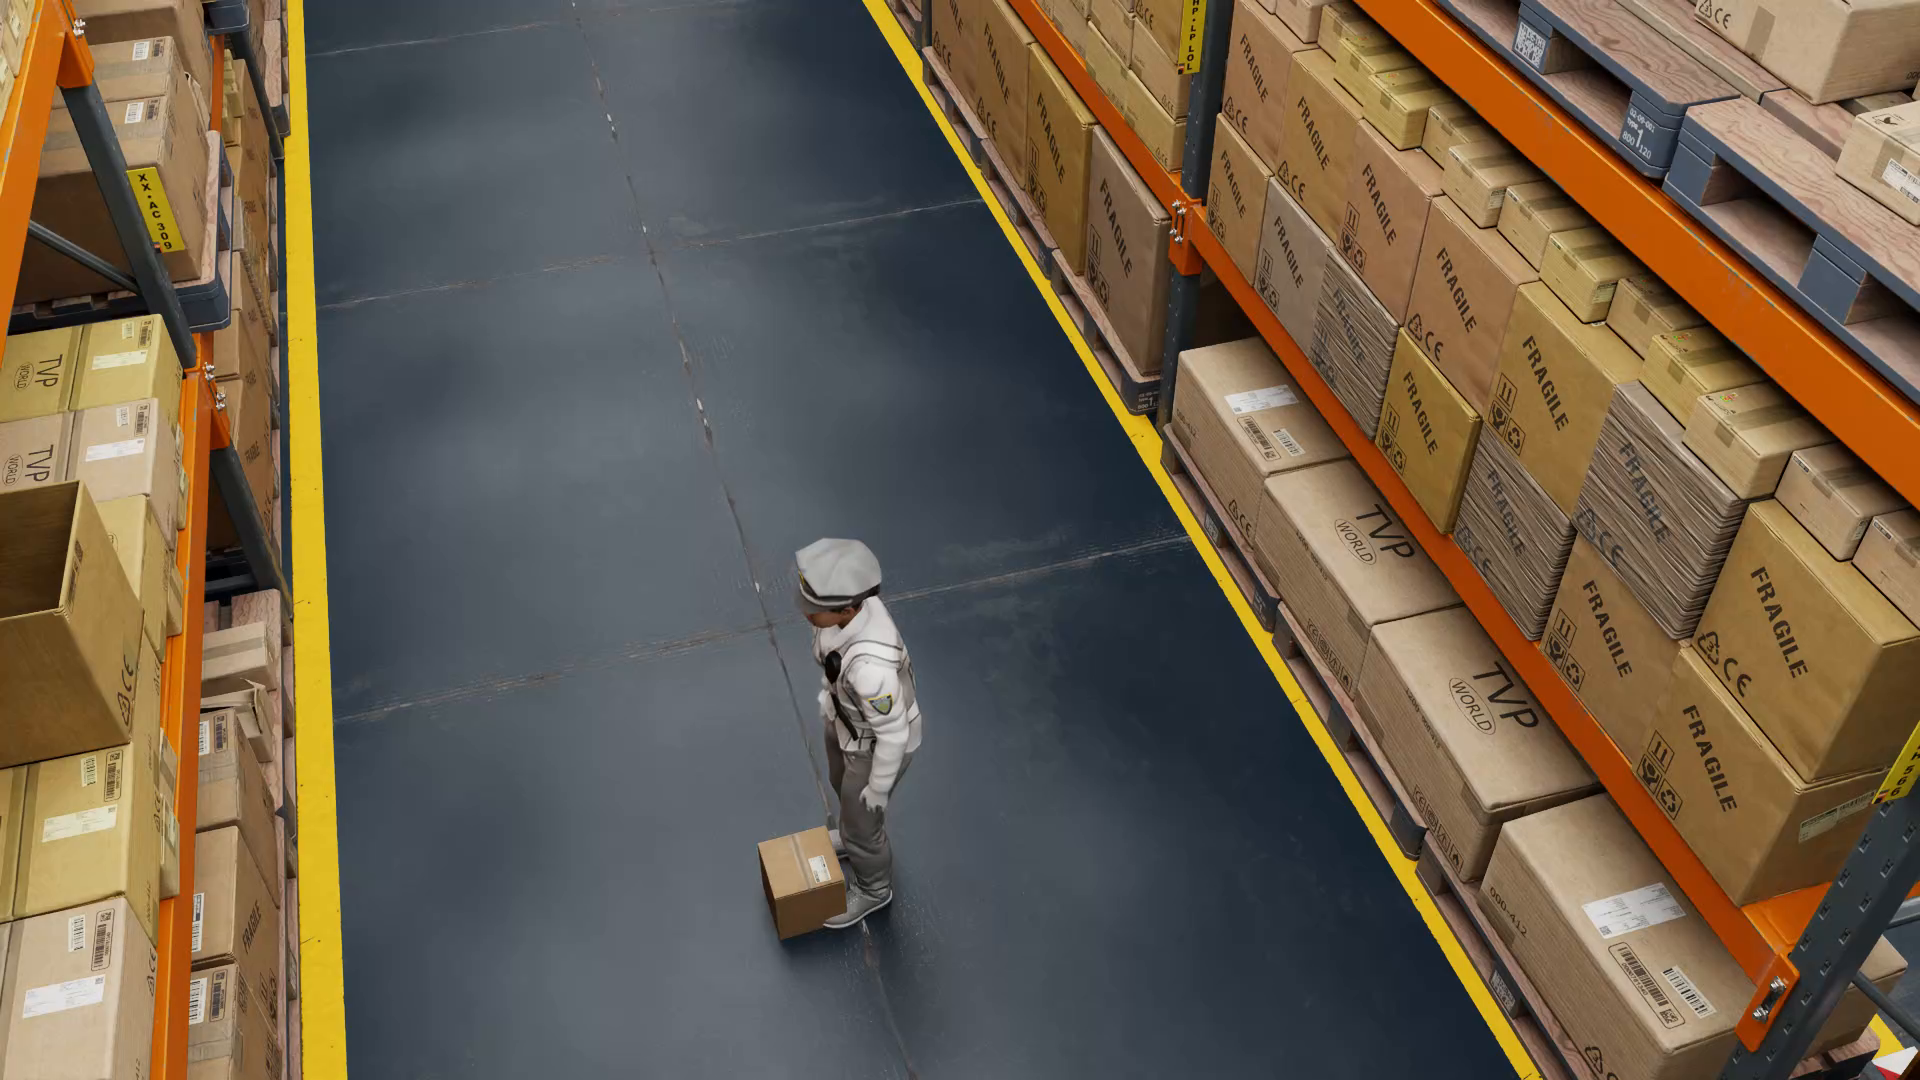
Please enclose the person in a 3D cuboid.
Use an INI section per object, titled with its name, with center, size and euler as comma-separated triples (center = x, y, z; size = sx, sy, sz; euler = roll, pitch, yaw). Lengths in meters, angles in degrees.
[person]
center = -0.344, 0.646, 5.451
size = 0.412, 1.666, 0.547
euler = -14, 44, -15
